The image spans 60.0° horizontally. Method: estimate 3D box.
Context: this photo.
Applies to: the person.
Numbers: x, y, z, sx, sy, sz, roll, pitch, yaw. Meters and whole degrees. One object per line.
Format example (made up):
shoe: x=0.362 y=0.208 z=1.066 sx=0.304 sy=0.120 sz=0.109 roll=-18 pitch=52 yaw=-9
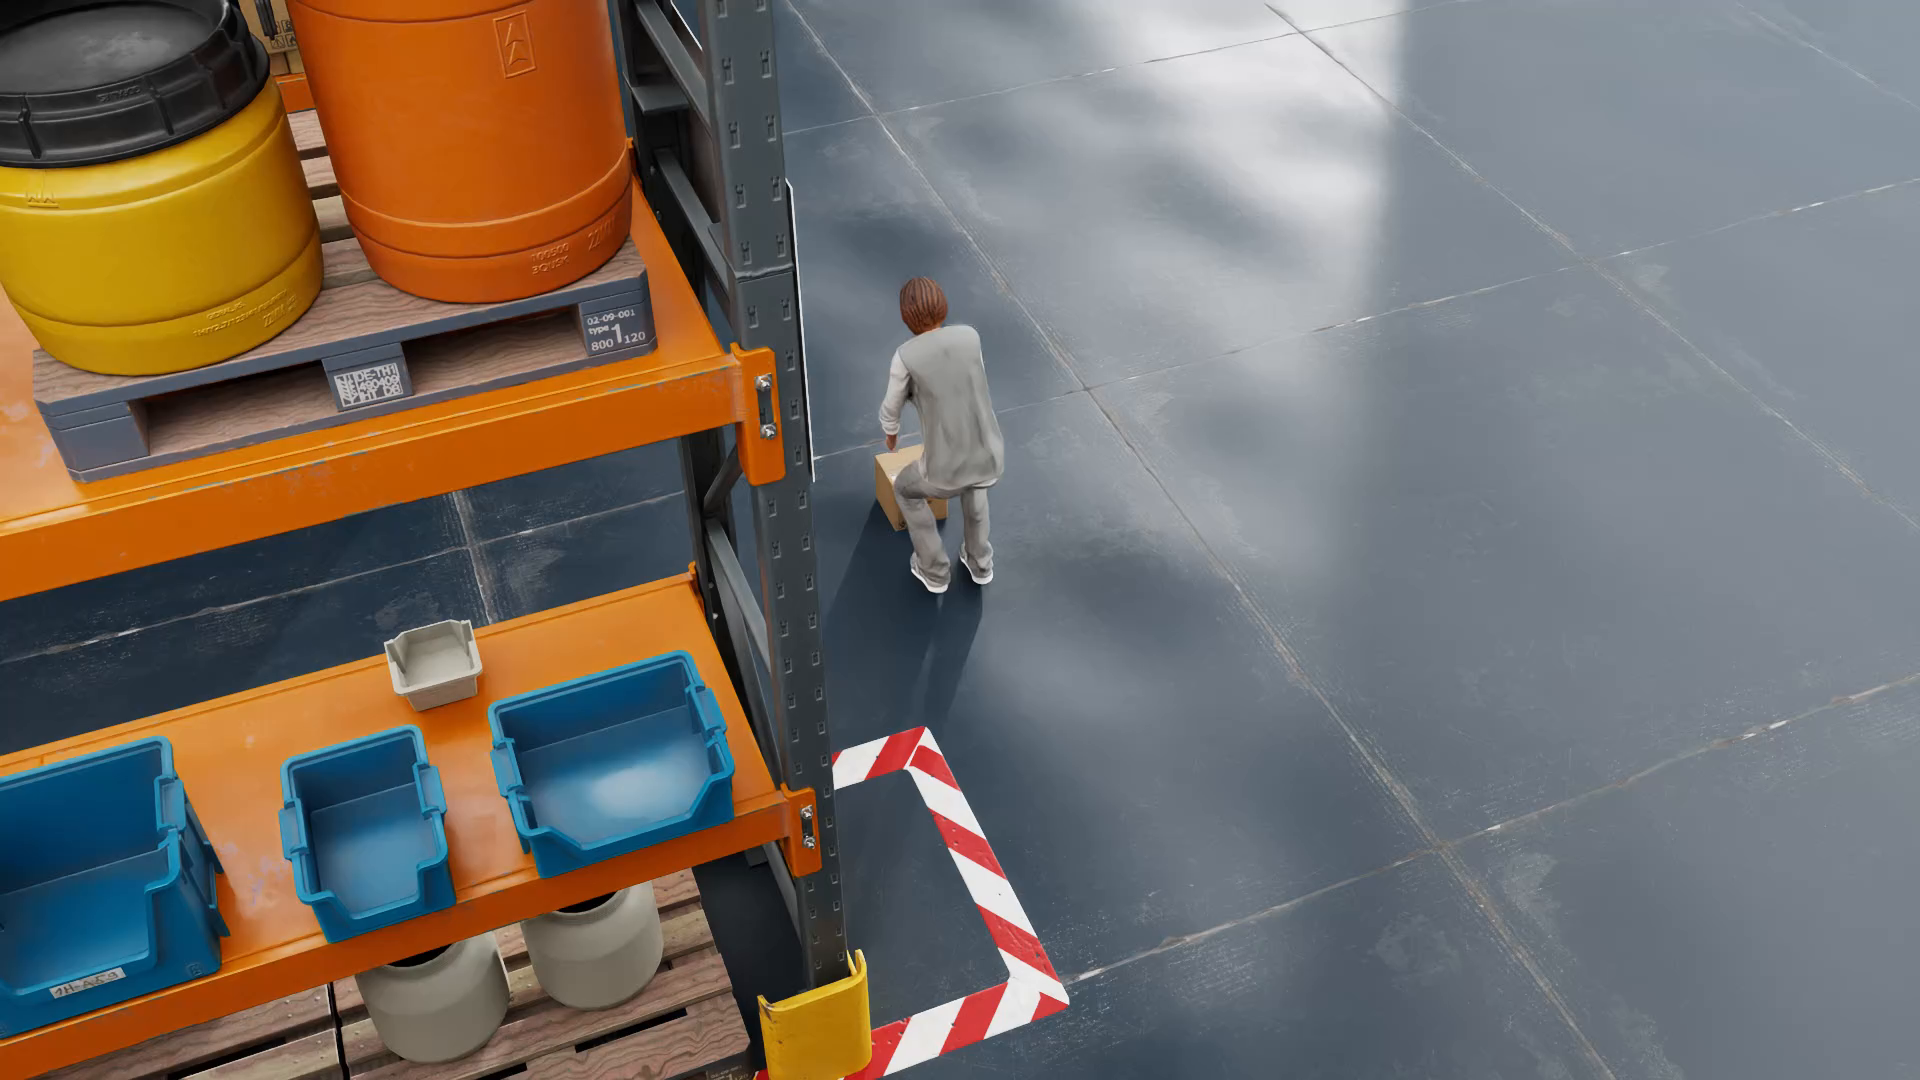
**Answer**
person: x=-0.076 y=-0.365 z=6.751 sx=0.460 sy=1.361 sz=0.602 roll=-15 pitch=45 yaw=-16
